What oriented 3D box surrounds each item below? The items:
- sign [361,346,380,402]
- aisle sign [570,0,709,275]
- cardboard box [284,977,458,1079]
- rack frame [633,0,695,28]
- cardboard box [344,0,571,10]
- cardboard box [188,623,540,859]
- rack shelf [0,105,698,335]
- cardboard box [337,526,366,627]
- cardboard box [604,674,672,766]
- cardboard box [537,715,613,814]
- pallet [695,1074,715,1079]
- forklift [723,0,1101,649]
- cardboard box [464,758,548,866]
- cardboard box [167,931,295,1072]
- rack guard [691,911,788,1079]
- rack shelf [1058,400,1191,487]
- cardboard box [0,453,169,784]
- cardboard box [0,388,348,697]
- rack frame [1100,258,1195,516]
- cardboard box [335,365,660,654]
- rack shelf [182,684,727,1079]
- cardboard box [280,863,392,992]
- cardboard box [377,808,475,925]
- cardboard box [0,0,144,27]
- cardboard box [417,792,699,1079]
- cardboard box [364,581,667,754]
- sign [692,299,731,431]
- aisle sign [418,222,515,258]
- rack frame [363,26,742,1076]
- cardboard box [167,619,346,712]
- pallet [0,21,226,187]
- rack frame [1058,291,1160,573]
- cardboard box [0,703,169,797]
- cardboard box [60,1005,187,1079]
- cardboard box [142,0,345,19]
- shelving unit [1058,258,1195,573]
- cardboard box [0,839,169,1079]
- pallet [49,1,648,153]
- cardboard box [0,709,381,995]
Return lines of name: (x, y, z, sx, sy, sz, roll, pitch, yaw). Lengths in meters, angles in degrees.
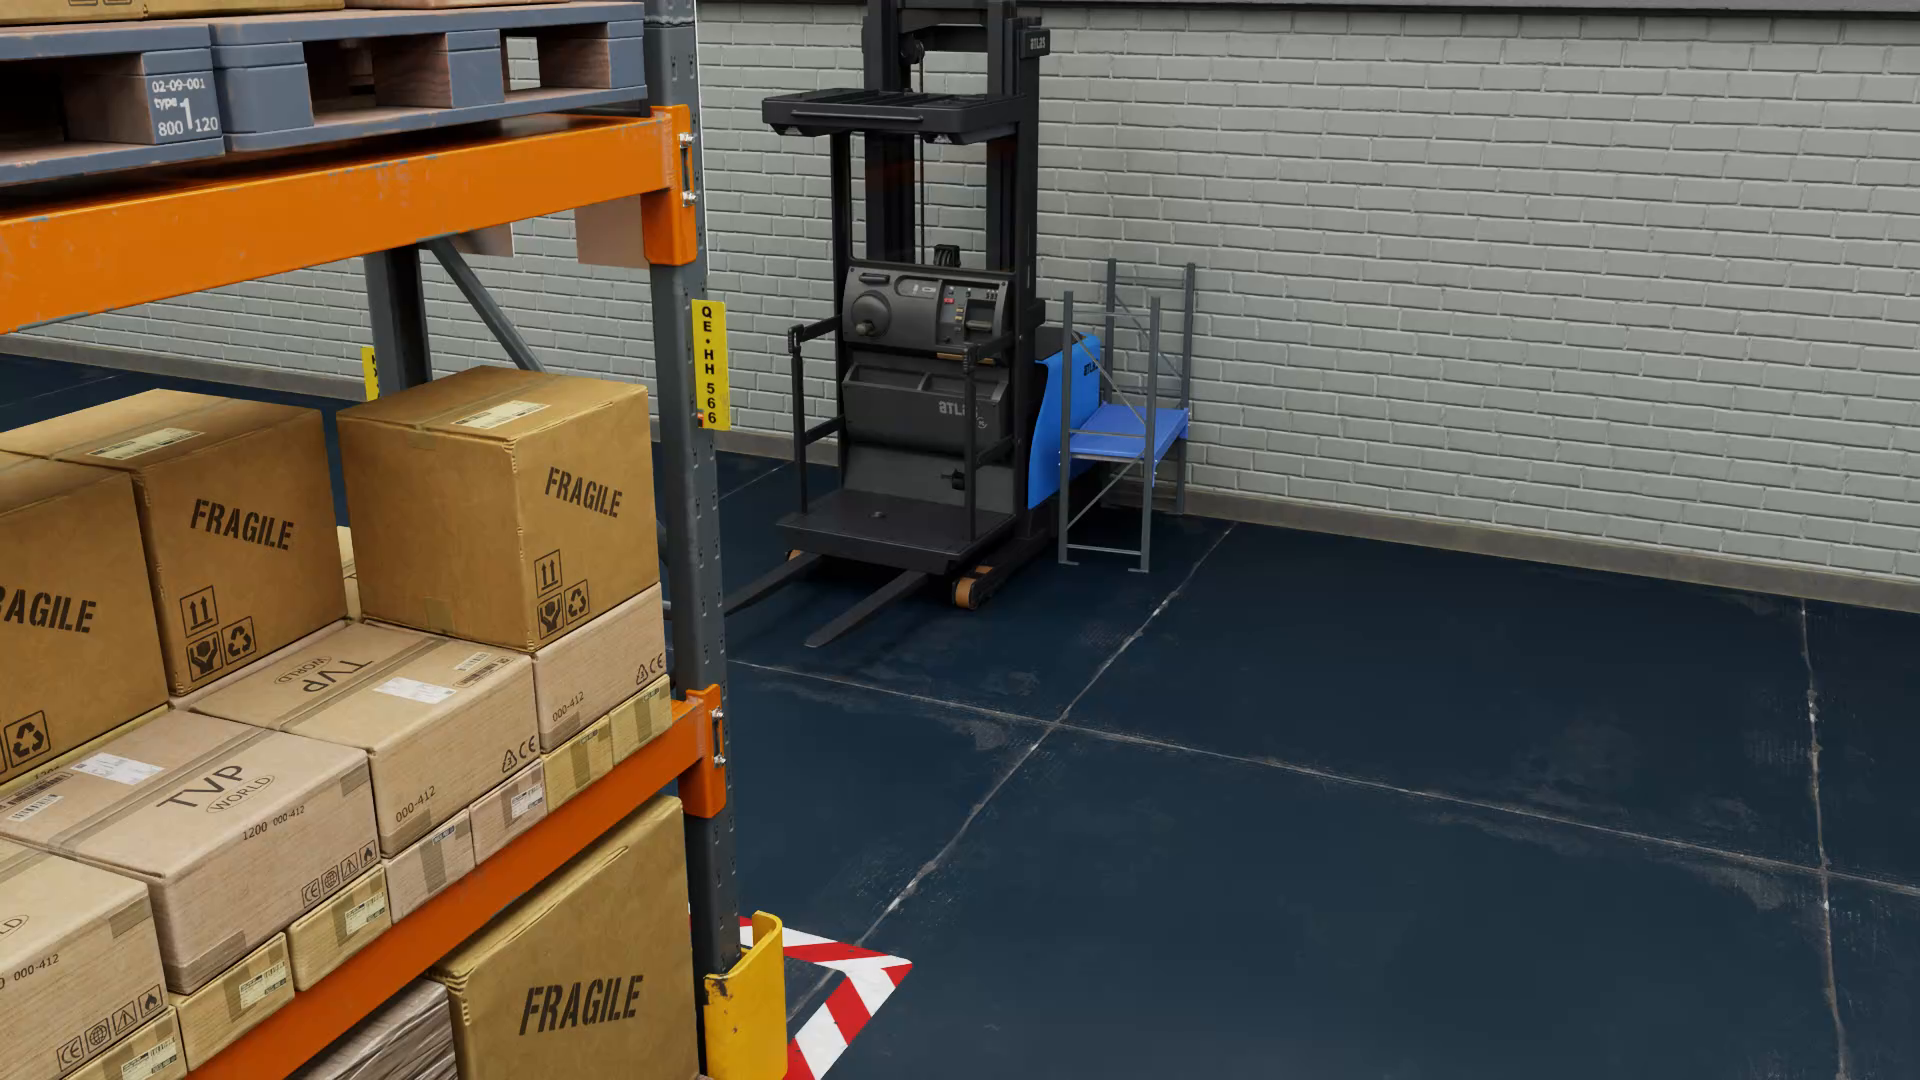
sign: (-1.613, -0.377, 4.642, 0.100, 0.325, 0.005, 9, 21, 23)
aisle sign: (-0.806, -1.060, 4.092, 0.394, 0.787, 0.004, 9, 21, 23)
cardboard box: (-1.671, 1.434, 3.504, 0.875, 0.875, 0.875, 9, 21, 23)
rack frame: (-1.109, -2.680, 3.576, 1.000, 3.000, 0.127, 9, 21, 23)
cardboard box: (-1.273, -1.393, 3.507, 0.700, 0.500, 0.500, 7, 21, 19)
cardboard box: (-1.274, 0.416, 3.602, 0.500, 0.250, 0.500, 8, 21, 22)
rack shelf: (-1.928, -0.317, 2.480, 1.077, 0.370, 4.000, 9, 21, 23)
cardboard box: (-1.552, 0.186, 4.248, 0.500, 0.250, 0.500, 8, 21, 21)
cardboard box: (-0.955, 0.418, 4.190, 0.380, 0.149, 0.250, 9, 21, 24)
cardboard box: (-1.060, 0.498, 3.966, 0.380, 0.149, 0.250, 9, 21, 23)
pallet: (-1.365, 1.715, 4.331, 1.003, 0.211, 1.213, 9, 21, 23)
forklift: (-0.277, -1.193, 8.449, 1.130, 2.935, 3.031, 9, 22, 25)
cardboard box: (-1.164, 0.575, 3.750, 0.380, 0.149, 0.250, 9, 21, 23)
cardboard box: (-1.477, 0.810, 3.089, 0.380, 0.149, 0.250, 9, 21, 23)
rack guard: (-1.100, 1.316, 5.021, 1.175, 0.500, 0.348, 9, 21, 23)
rack shelf: (0.934, -0.551, 9.316, 0.538, 0.185, 1.000, 6, 20, 17)
cardboard box: (-1.964, 0.145, 3.245, 0.500, 0.500, 0.500, 8, 21, 21)
cardboard box: (-1.757, -0.014, 3.693, 0.500, 0.500, 0.500, 8, 21, 21)
rack frame: (1.088, -0.882, 9.712, 0.500, 1.500, 0.032, 6, 20, 17)
cardboard box: (-1.069, -0.092, 3.911, 0.500, 0.500, 0.500, 9, 21, 23)
rack shelf: (-1.928, 1.096, 2.983, 1.077, 0.370, 4.000, 9, 21, 23)
cardboard box: (-1.372, 0.731, 3.312, 0.380, 0.149, 0.250, 8, 21, 21)
cardboard box: (-1.267, 0.651, 3.536, 0.380, 0.149, 0.250, 9, 21, 24)
cardboard box: (-1.781, -1.073, 2.607, 0.700, 0.500, 0.500, 7, 21, 19)
cardboard box: (-1.298, 1.156, 4.286, 0.875, 0.875, 0.875, 9, 21, 23)
cardboard box: (-1.066, 0.261, 4.038, 0.500, 0.250, 0.500, 8, 21, 22)
sign: (-0.620, -0.432, 4.126, 0.100, 0.325, 0.005, 9, 21, 23)
aisle sign: (-1.354, -1.142, 4.323, 0.394, 0.787, 0.004, 9, 21, 23)
rack frame: (-1.109, 0.146, 4.581, 1.000, 3.000, 0.127, 9, 21, 23)
cardboard box: (-1.759, 0.346, 3.799, 0.500, 0.250, 0.500, 8, 21, 22)
pallet: (-1.902, -0.623, 2.400, 1.003, 0.211, 1.213, 9, 21, 23)
rack frame: (0.780, -0.558, 8.799, 0.500, 1.500, 0.032, 6, 20, 17)
cardboard box: (-1.968, 0.499, 3.368, 0.500, 0.250, 0.500, 8, 21, 21)
cardboard box: (-1.581, 0.886, 2.876, 0.380, 0.149, 0.250, 9, 21, 24)
cardboard box: (-1.614, -1.237, 3.070, 0.700, 0.500, 0.500, 8, 21, 21)
shelving unit: (0.934, -0.720, 9.255, 0.538, 1.500, 1.048, 6, 20, 17)
cardboard box: (-1.692, 0.732, 2.715, 0.500, 0.250, 0.500, 9, 21, 23)
pallet: (-1.404, -0.997, 3.452, 1.003, 0.211, 1.213, 9, 21, 23)
cardboard box: (-1.482, 0.572, 3.164, 0.500, 0.250, 0.500, 8, 21, 21)
